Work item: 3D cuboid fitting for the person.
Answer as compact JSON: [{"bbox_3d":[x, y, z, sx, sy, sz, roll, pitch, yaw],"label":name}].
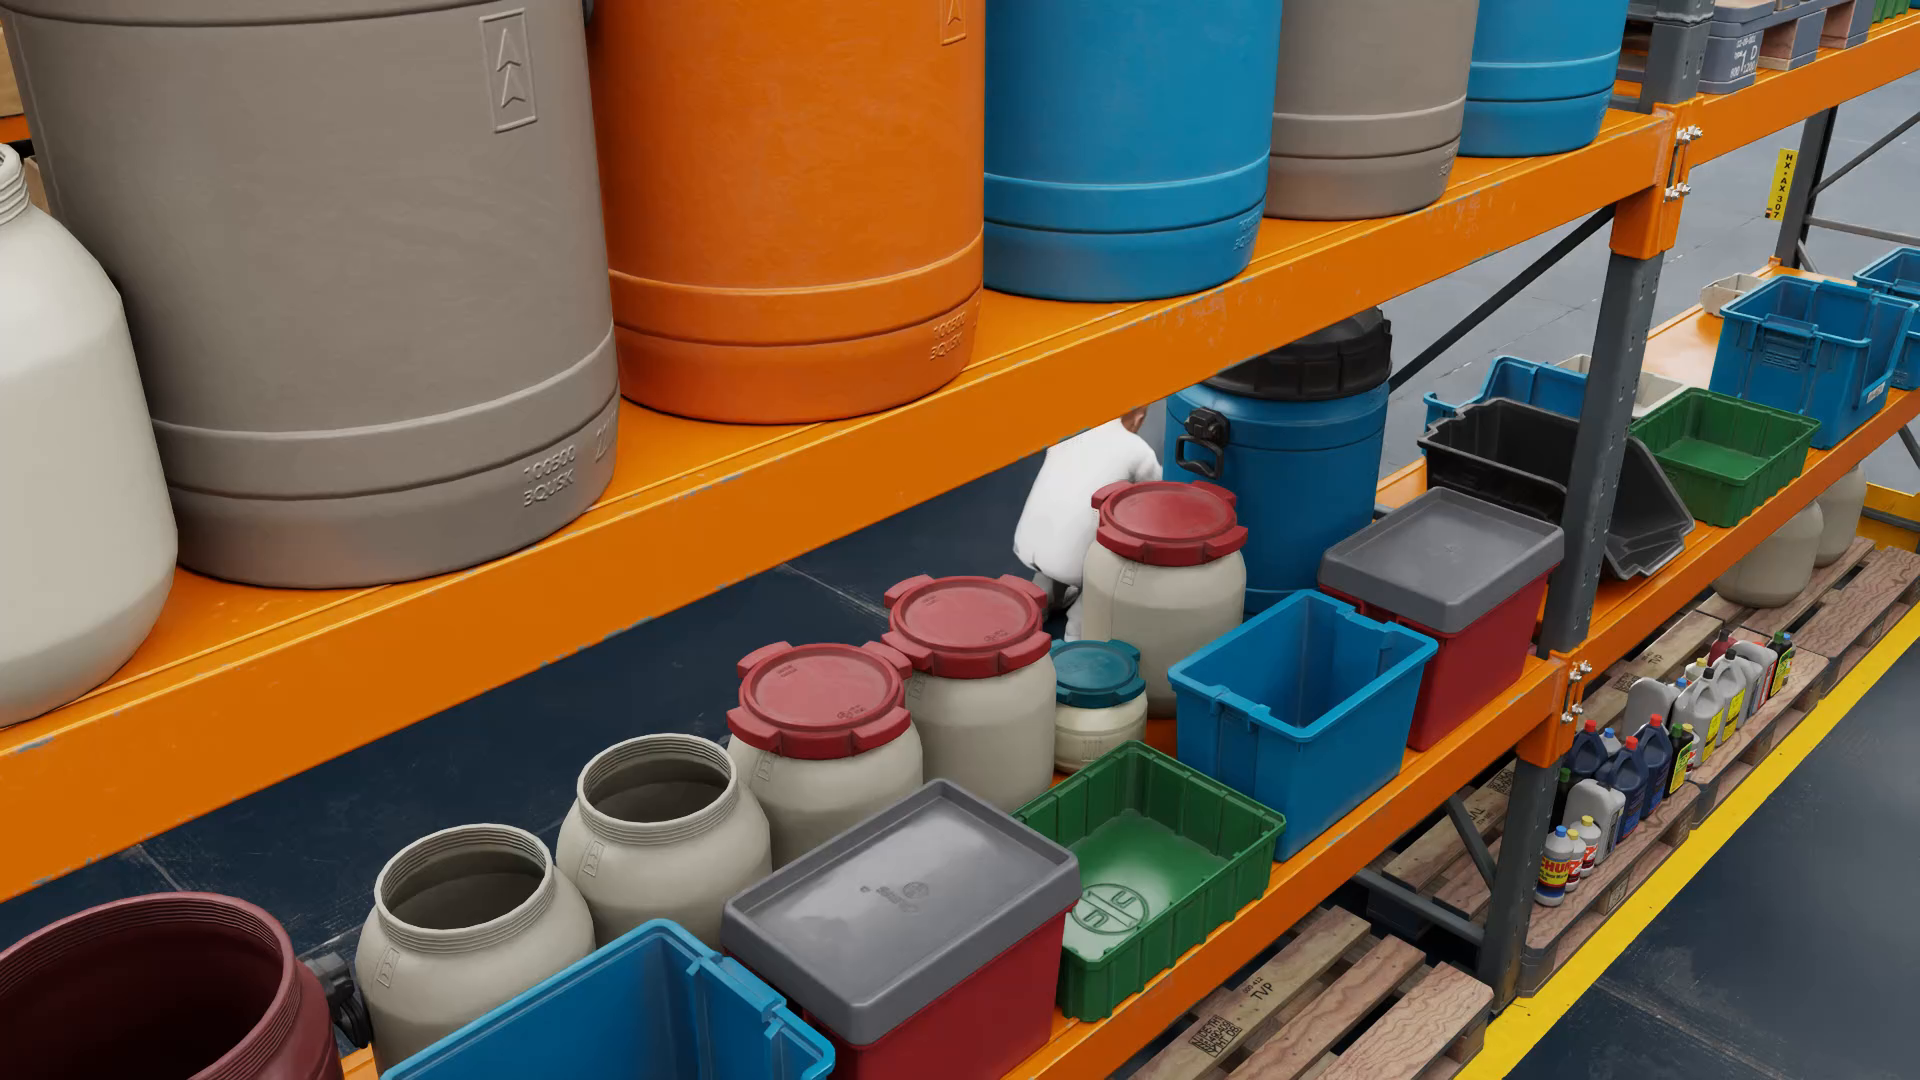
[{"bbox_3d":[0.605,-0.134,7.252,0.604,0.995,0.909,25,36,39],"label":"person"}]
